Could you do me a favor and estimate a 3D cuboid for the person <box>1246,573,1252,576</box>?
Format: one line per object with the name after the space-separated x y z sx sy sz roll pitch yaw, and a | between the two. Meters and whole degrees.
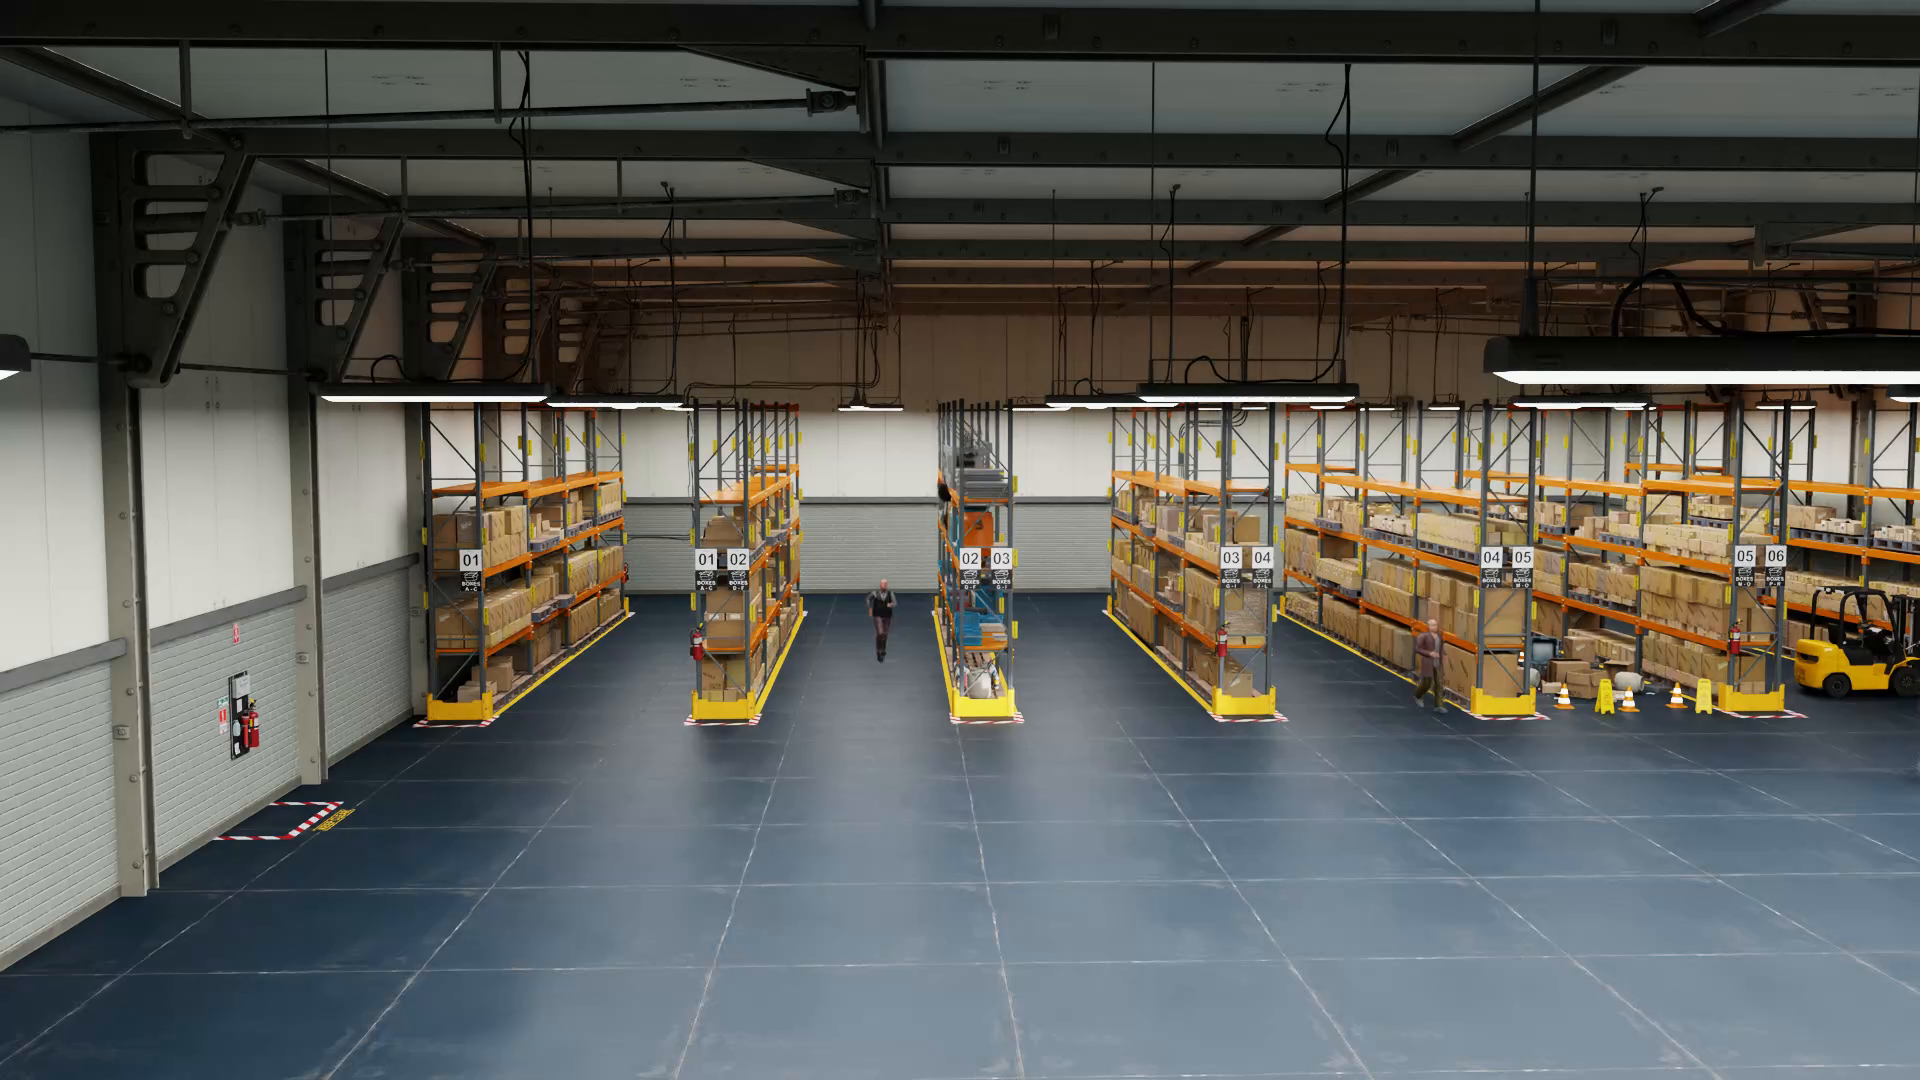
8.386 1.191 48.322 0.835 1.719 0.760 -3 5 -32 | person

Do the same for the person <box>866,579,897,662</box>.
-1.715 1.789 36.999 0.638 1.827 0.683 -1 5 -19 | person

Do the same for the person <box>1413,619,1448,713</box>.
9.046 2.396 31.924 0.726 1.761 0.939 -1 5 -18 | person
